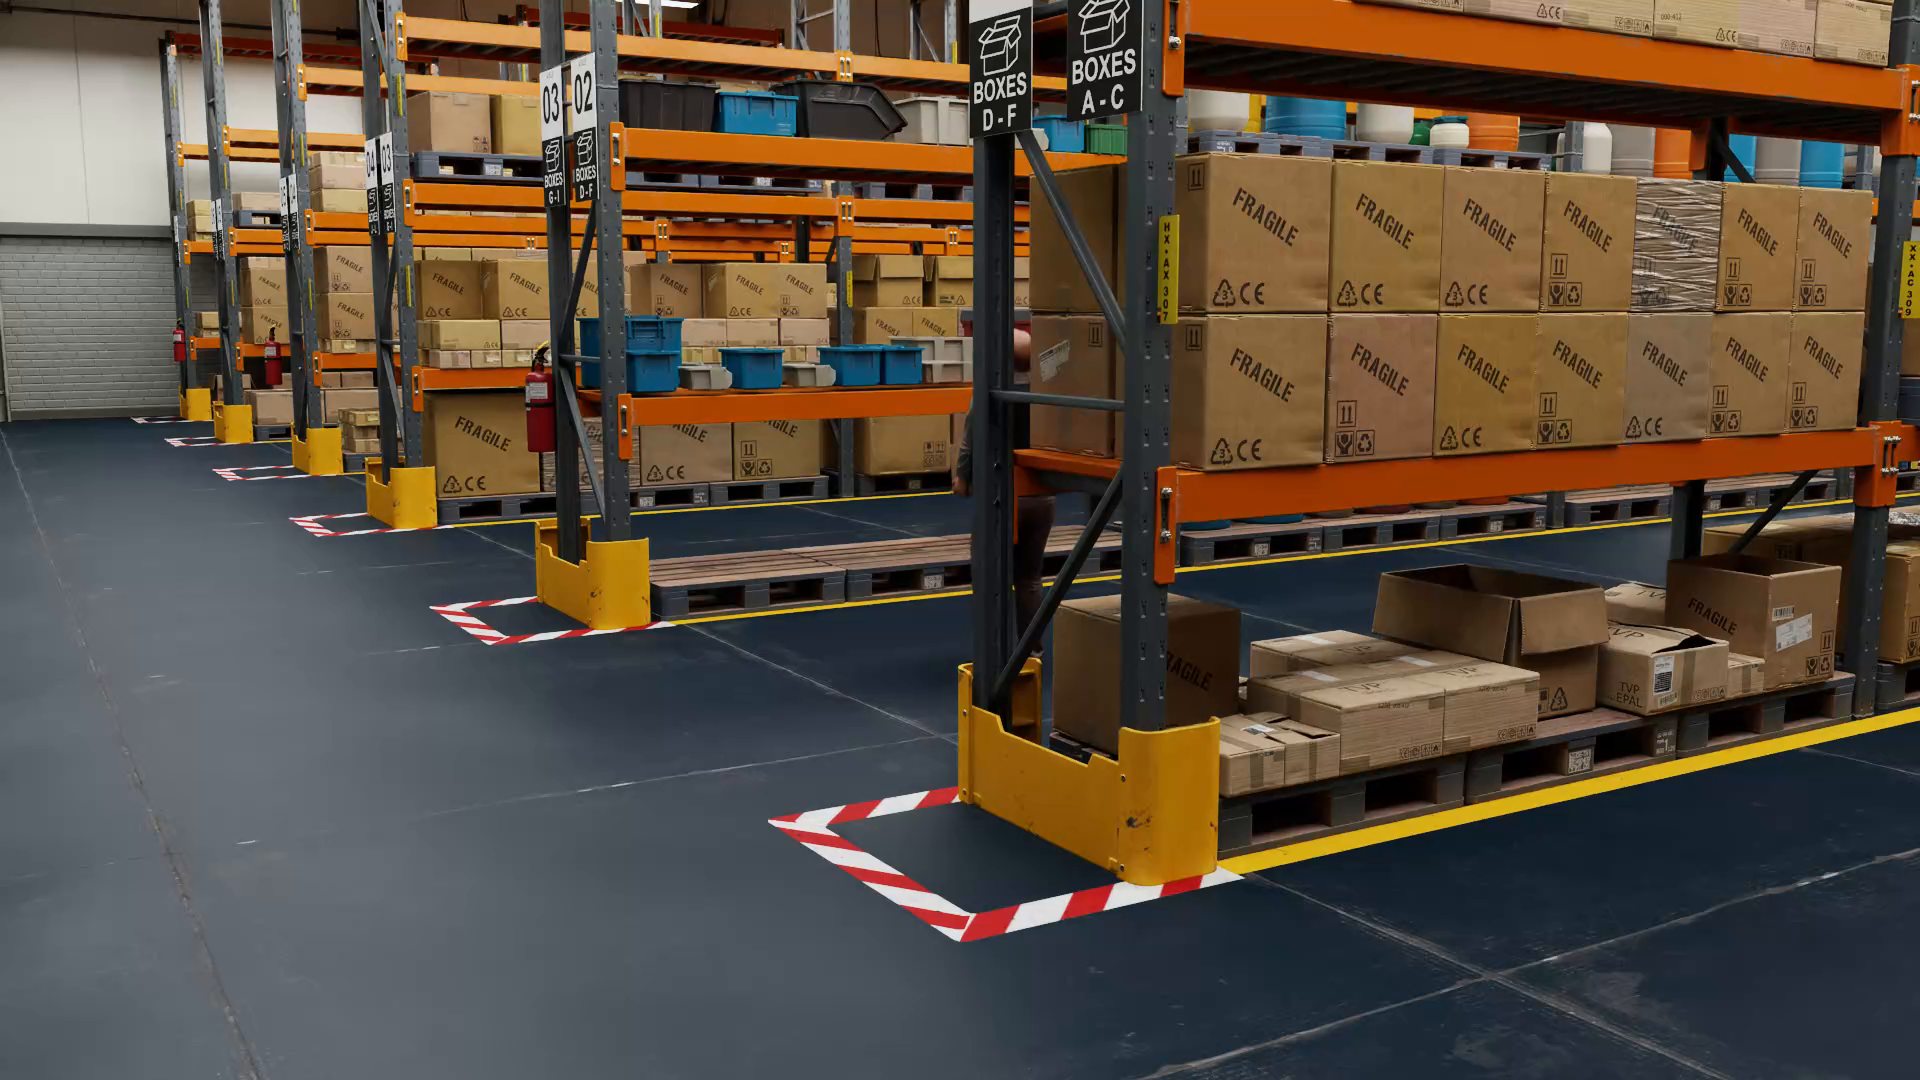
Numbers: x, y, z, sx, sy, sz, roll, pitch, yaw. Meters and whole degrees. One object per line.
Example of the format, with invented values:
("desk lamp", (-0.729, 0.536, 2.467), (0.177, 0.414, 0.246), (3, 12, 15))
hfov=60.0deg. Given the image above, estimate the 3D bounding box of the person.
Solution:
("person", (0.201, -0.179, 8.202), (0.494, 1.711, 0.559), (-5, 9, -30))
